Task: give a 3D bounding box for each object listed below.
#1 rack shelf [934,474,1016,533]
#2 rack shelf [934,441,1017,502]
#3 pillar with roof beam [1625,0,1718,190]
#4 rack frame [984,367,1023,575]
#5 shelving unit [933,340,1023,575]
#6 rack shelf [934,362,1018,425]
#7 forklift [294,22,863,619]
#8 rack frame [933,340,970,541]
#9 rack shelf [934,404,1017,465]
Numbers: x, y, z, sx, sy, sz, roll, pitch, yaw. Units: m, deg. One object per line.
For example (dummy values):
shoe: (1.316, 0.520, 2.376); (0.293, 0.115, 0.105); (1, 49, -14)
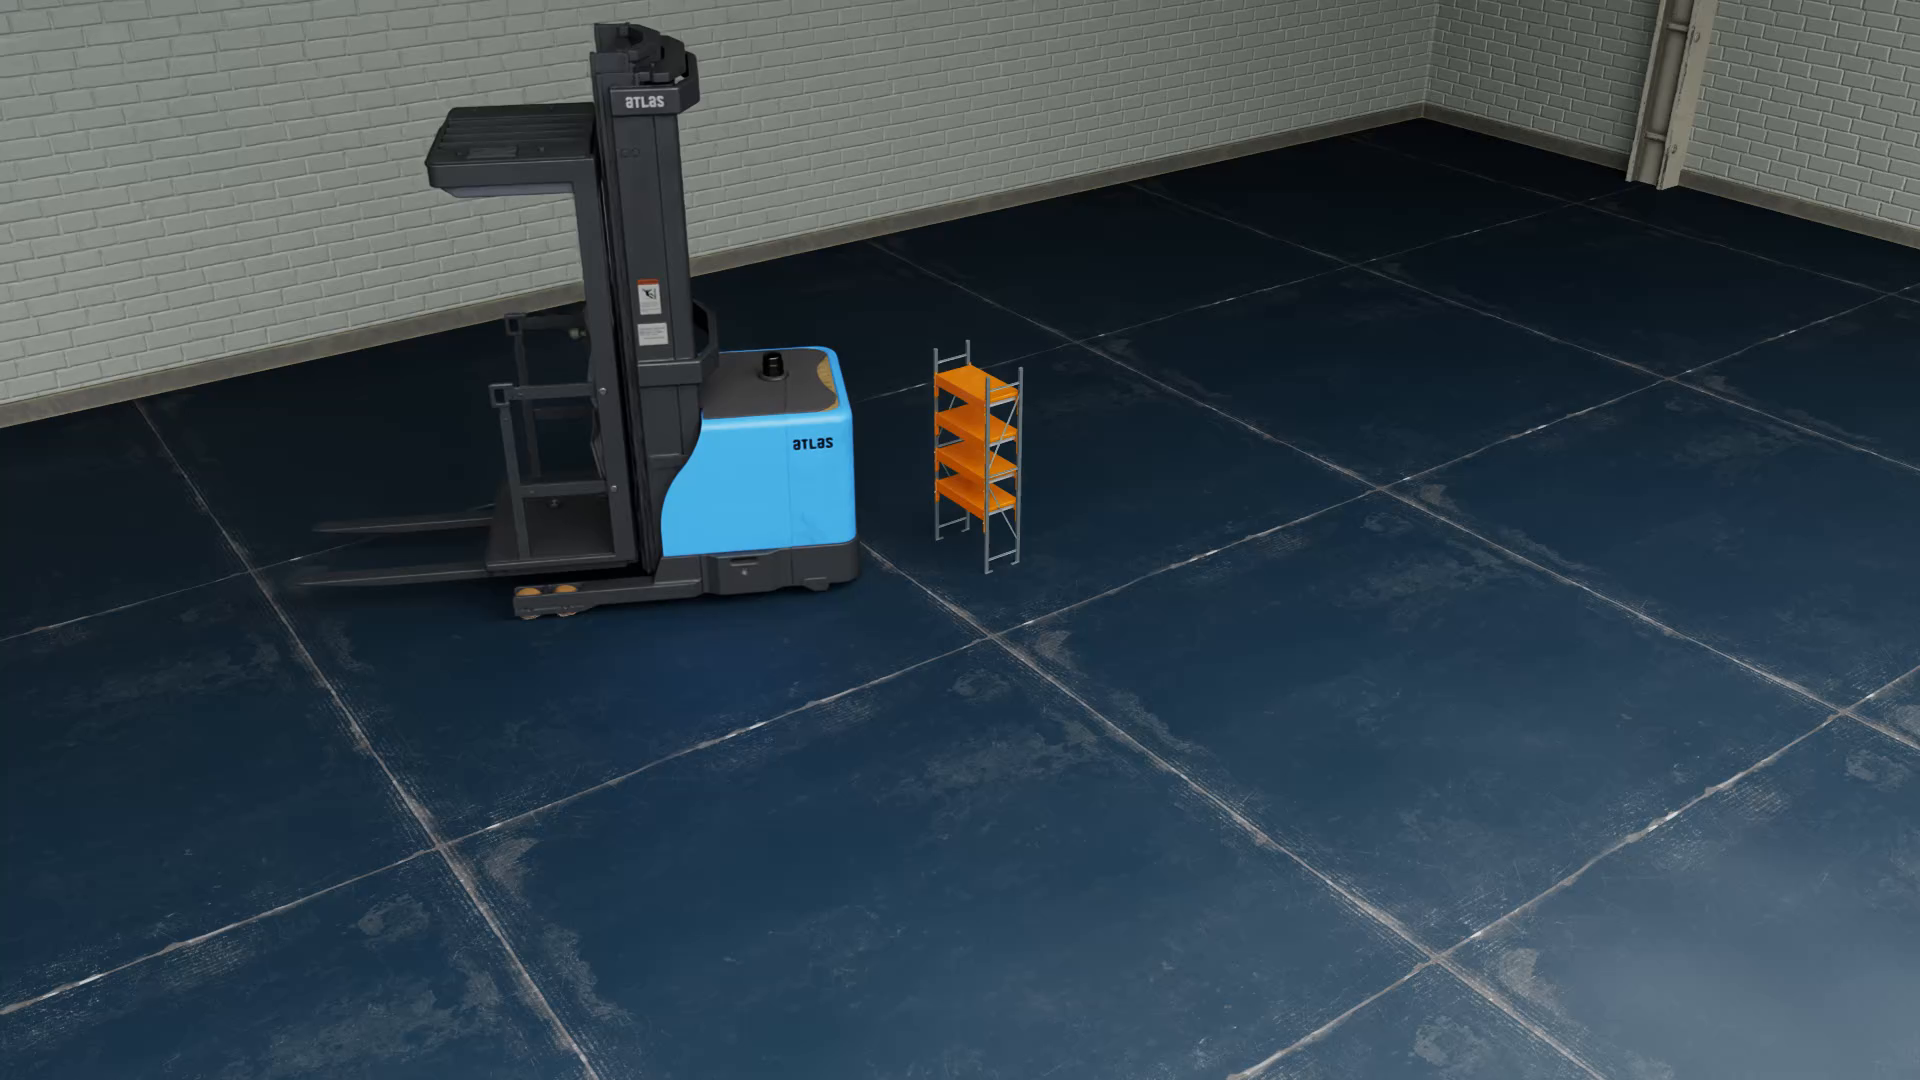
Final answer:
rack shelf: (0.096, -0.229, 9.472); (0.258, 0.148, 0.480); (-19, 34, -31)
rack shelf: (0.096, -0.404, 9.377); (0.258, 0.148, 0.480); (-19, 34, -31)
pillar with roof beam: (3.213, -6.235, 11.801); (9.100, 9.000, 0.400); (-19, 34, -31)
rack frame: (0.238, -0.368, 9.170); (0.240, 1.200, 0.015); (-19, 34, -31)
shelving unit: (0.096, -0.463, 9.345); (0.258, 1.200, 0.503); (-19, 34, -31)
rack shelf: (0.096, -0.808, 9.158); (0.258, 0.148, 0.480); (-19, 34, -31)
forklift: (-2.106, -1.133, 8.765); (3.031, 2.935, 1.130); (-4, 29, -8)
rack frame: (-0.046, -0.558, 9.520); (0.240, 1.200, 0.015); (-19, 34, -31)
rack shelf: (0.096, -0.600, 9.270); (0.258, 0.148, 0.480); (-19, 34, -31)
